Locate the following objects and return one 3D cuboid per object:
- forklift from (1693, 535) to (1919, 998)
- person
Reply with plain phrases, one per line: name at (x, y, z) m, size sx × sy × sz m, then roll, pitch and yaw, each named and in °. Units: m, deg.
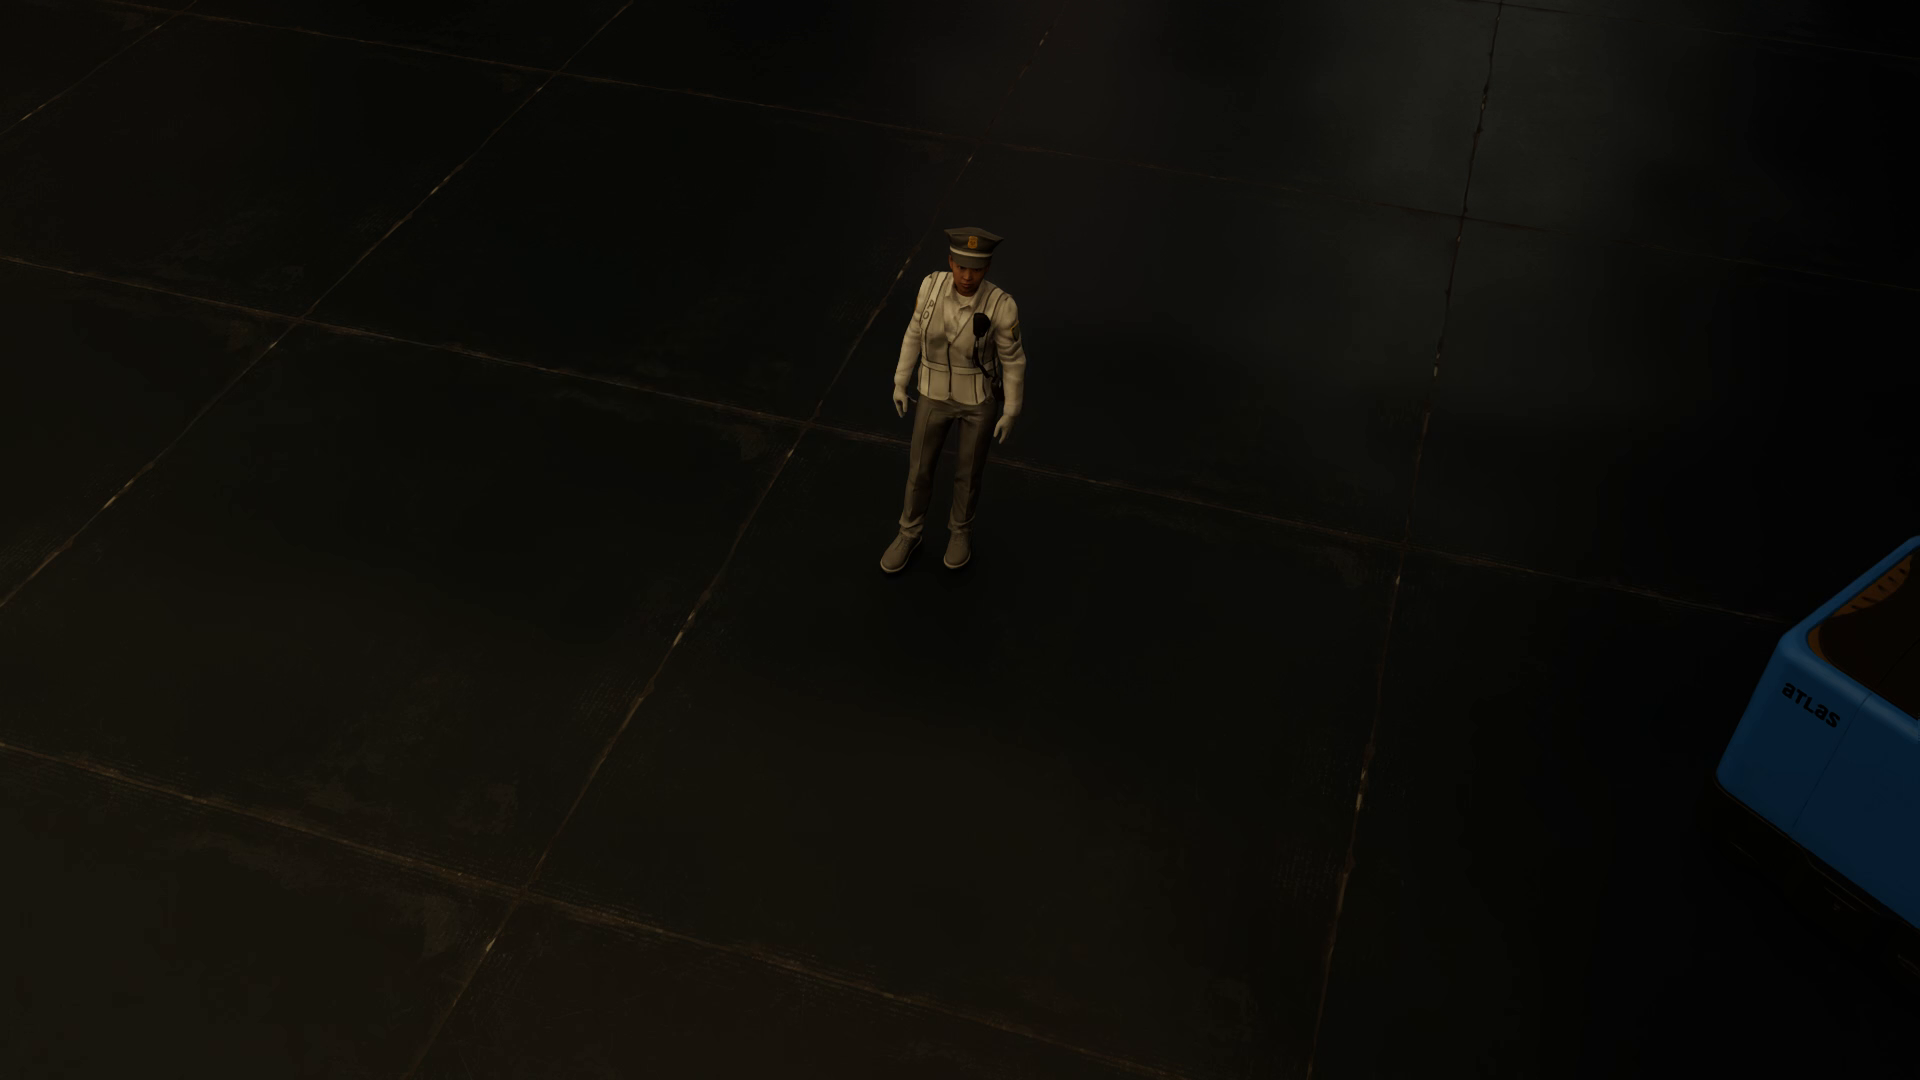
forklift at (4.188, 0.666, 4.973) m, size 1.130 × 2.935 × 3.031 m, roll -27°, pitch 49°, yaw -26°
person at (-0.028, -0.582, 7.212) m, size 0.586 × 1.694 × 0.530 m, roll 12°, pitch 44°, yaw 13°
